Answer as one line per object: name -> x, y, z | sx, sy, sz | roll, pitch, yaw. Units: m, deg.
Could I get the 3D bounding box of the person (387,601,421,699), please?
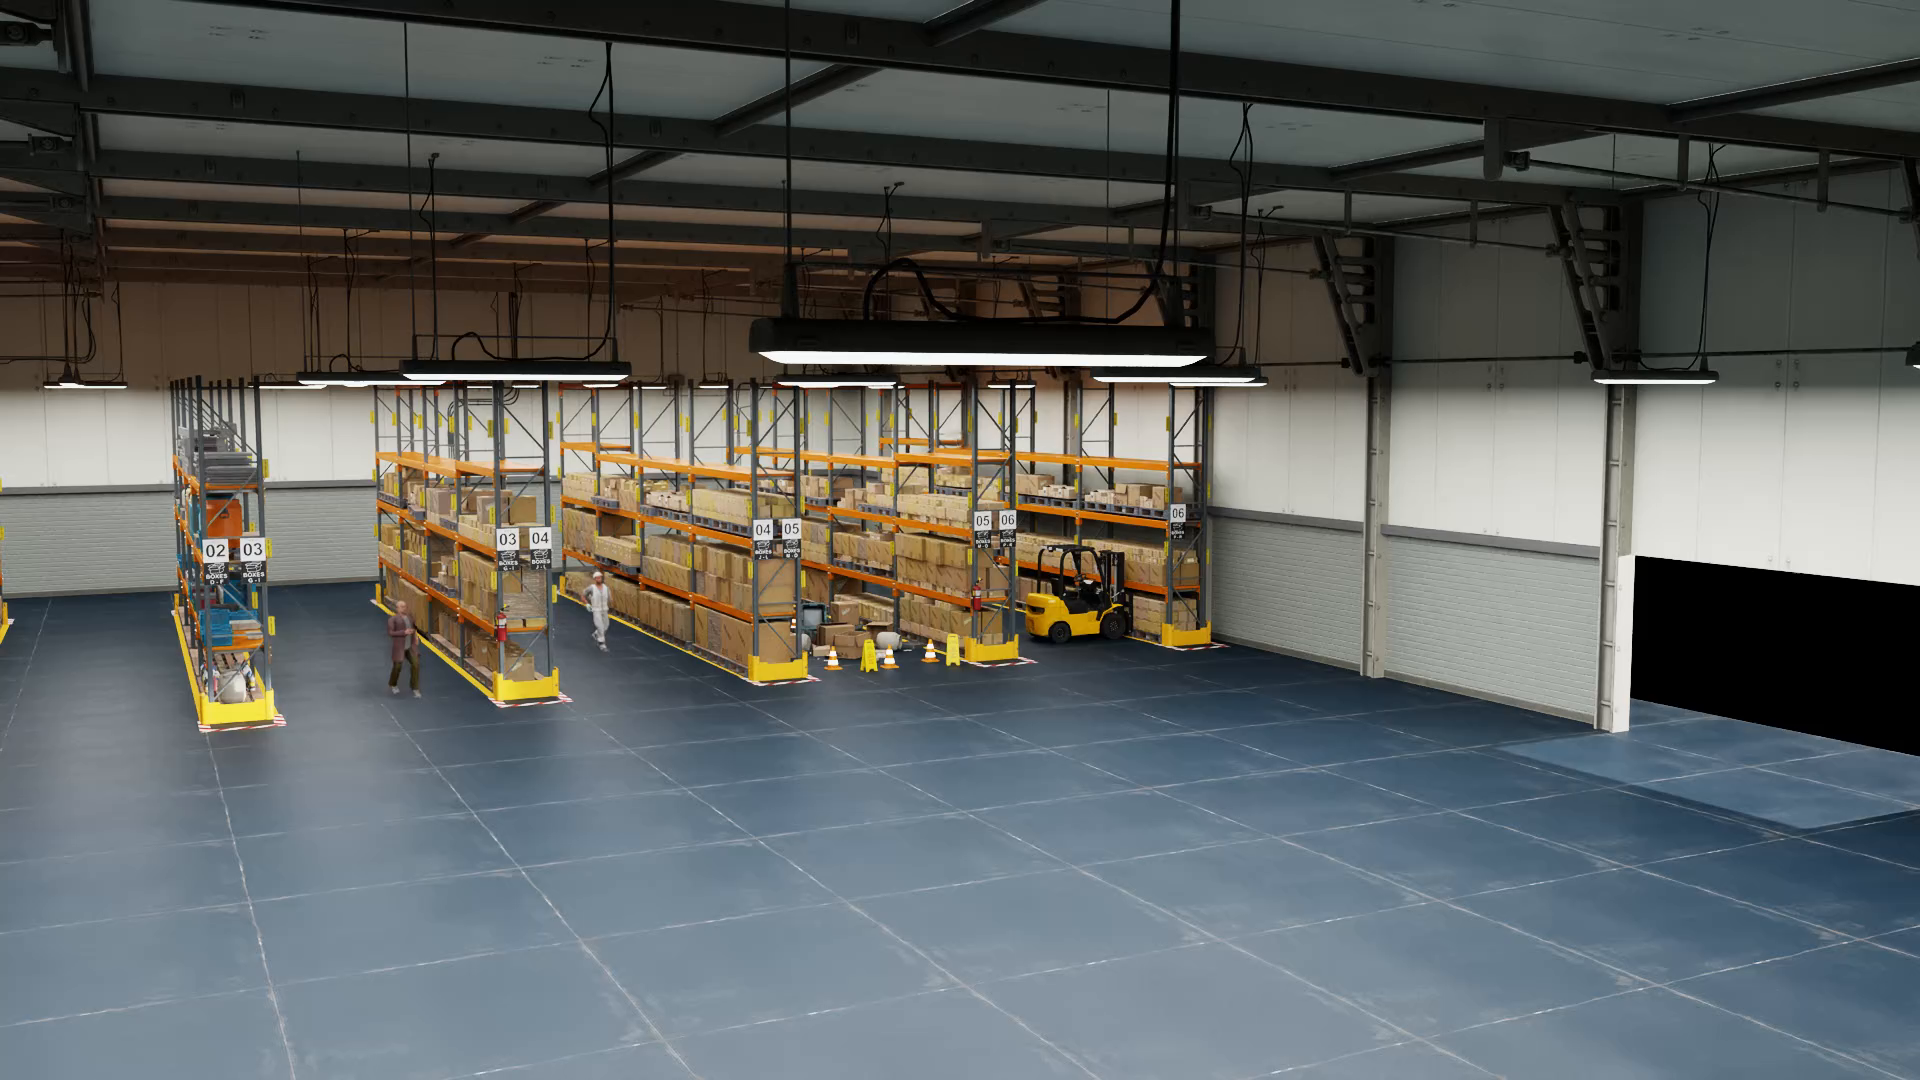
person -> -10.465, 2.053, 31.241 | 0.863, 1.842, 0.672 | 5, 7, 42

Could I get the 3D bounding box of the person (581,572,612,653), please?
person -> -7.949, 1.580, 36.608 | 0.668, 1.767, 0.939 | -4, 7, -41

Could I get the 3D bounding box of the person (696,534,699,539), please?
person -> -7.943, 0.426, 50.473 | 0.803, 1.588, 0.534 | -2, 5, -19
